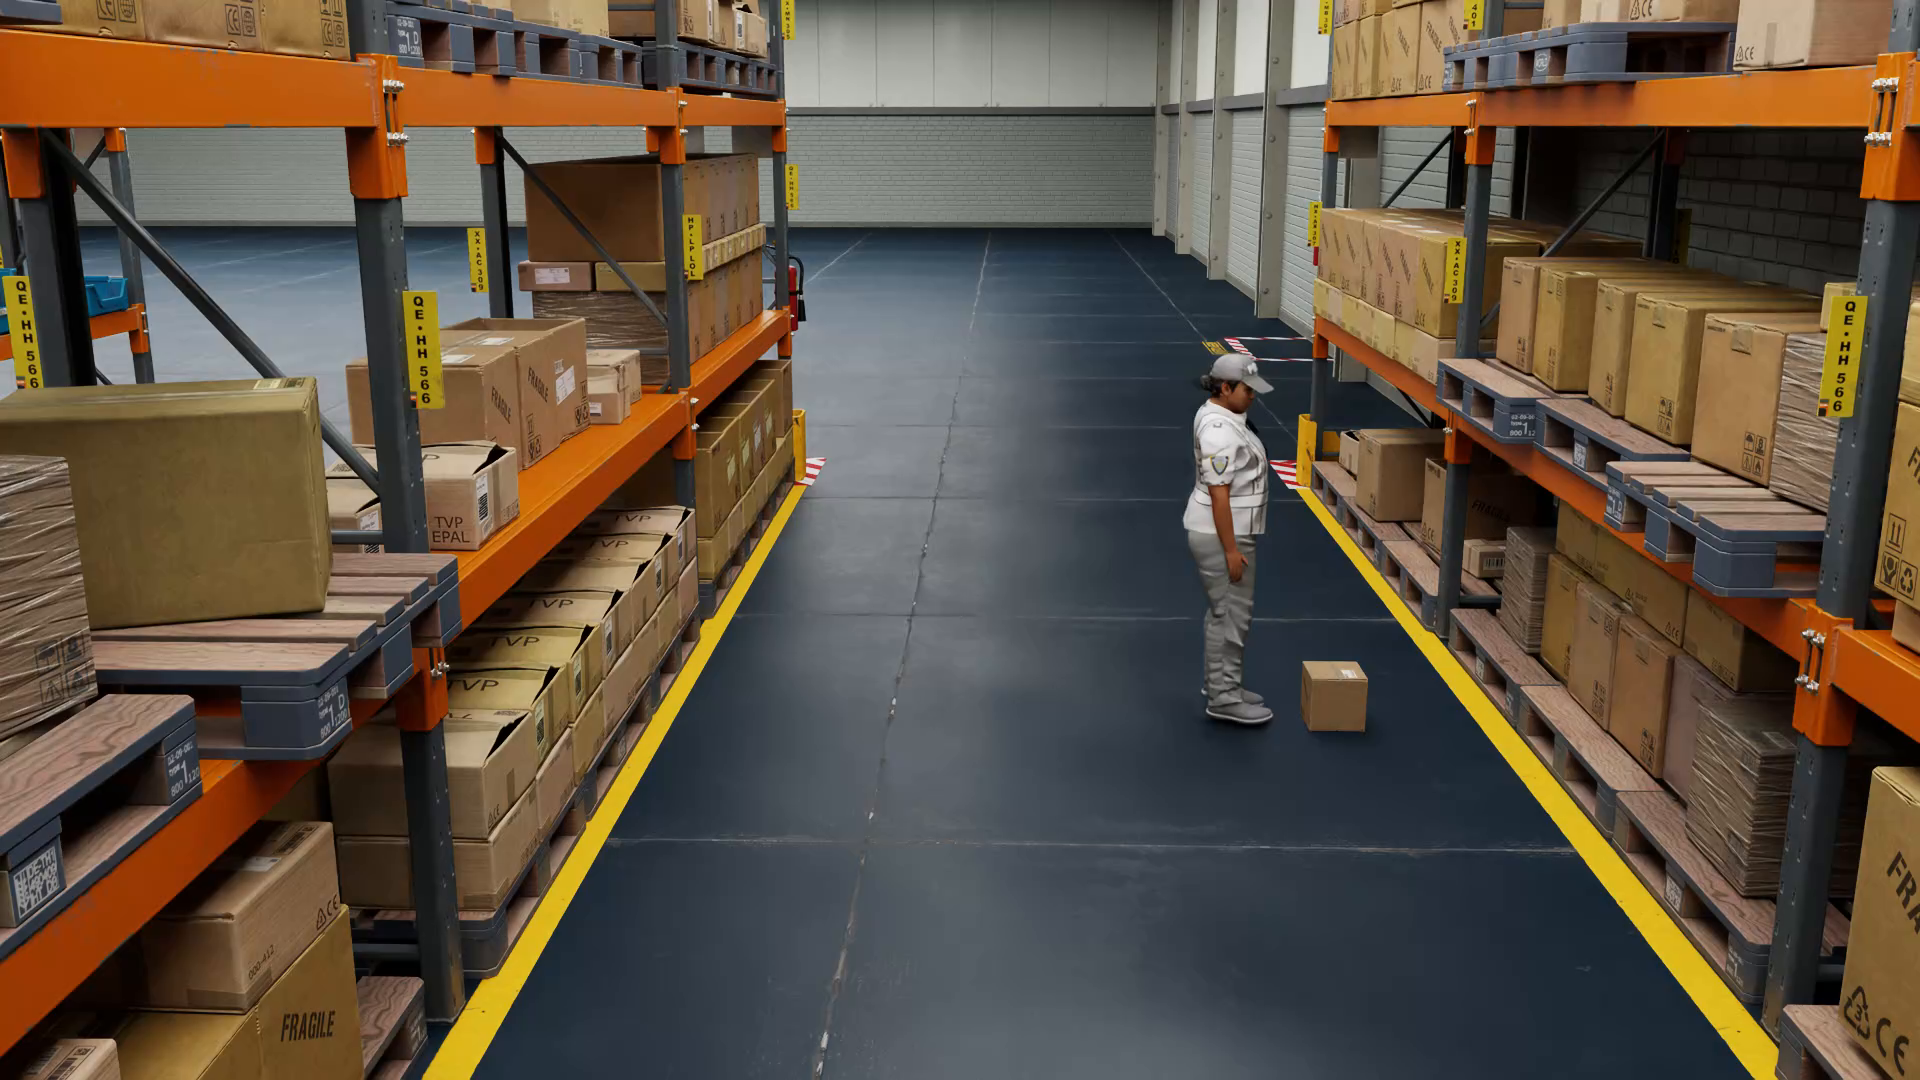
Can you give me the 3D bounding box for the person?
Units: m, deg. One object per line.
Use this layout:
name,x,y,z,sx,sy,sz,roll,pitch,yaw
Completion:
person,1.229,0.001,7.431,0.423,1.681,0.496,2,14,7
